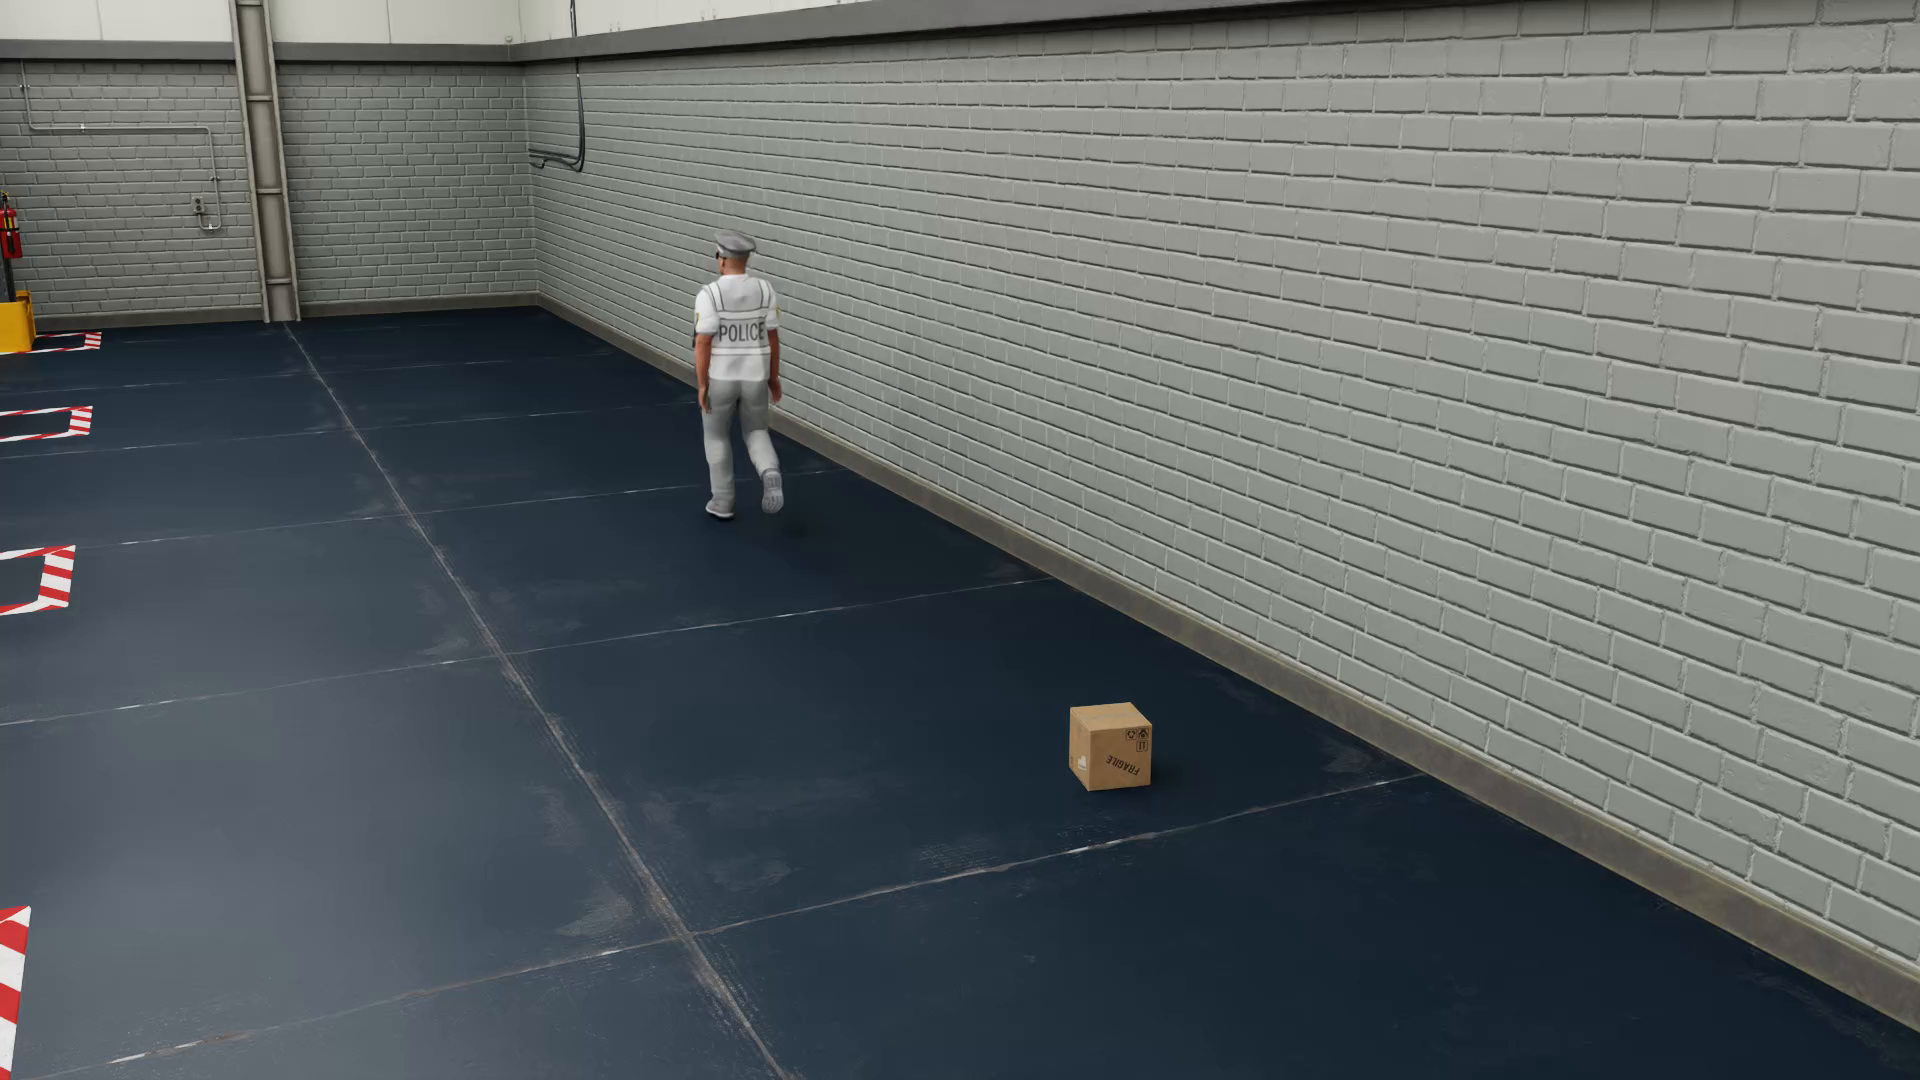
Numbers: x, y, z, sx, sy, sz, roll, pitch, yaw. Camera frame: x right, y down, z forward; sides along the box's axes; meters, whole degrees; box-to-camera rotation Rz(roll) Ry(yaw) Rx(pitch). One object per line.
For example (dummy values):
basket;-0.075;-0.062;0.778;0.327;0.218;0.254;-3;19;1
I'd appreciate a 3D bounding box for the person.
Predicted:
person;-1.337;-0.986;10.064;0.569;1.758;0.657;-8;17;-26
